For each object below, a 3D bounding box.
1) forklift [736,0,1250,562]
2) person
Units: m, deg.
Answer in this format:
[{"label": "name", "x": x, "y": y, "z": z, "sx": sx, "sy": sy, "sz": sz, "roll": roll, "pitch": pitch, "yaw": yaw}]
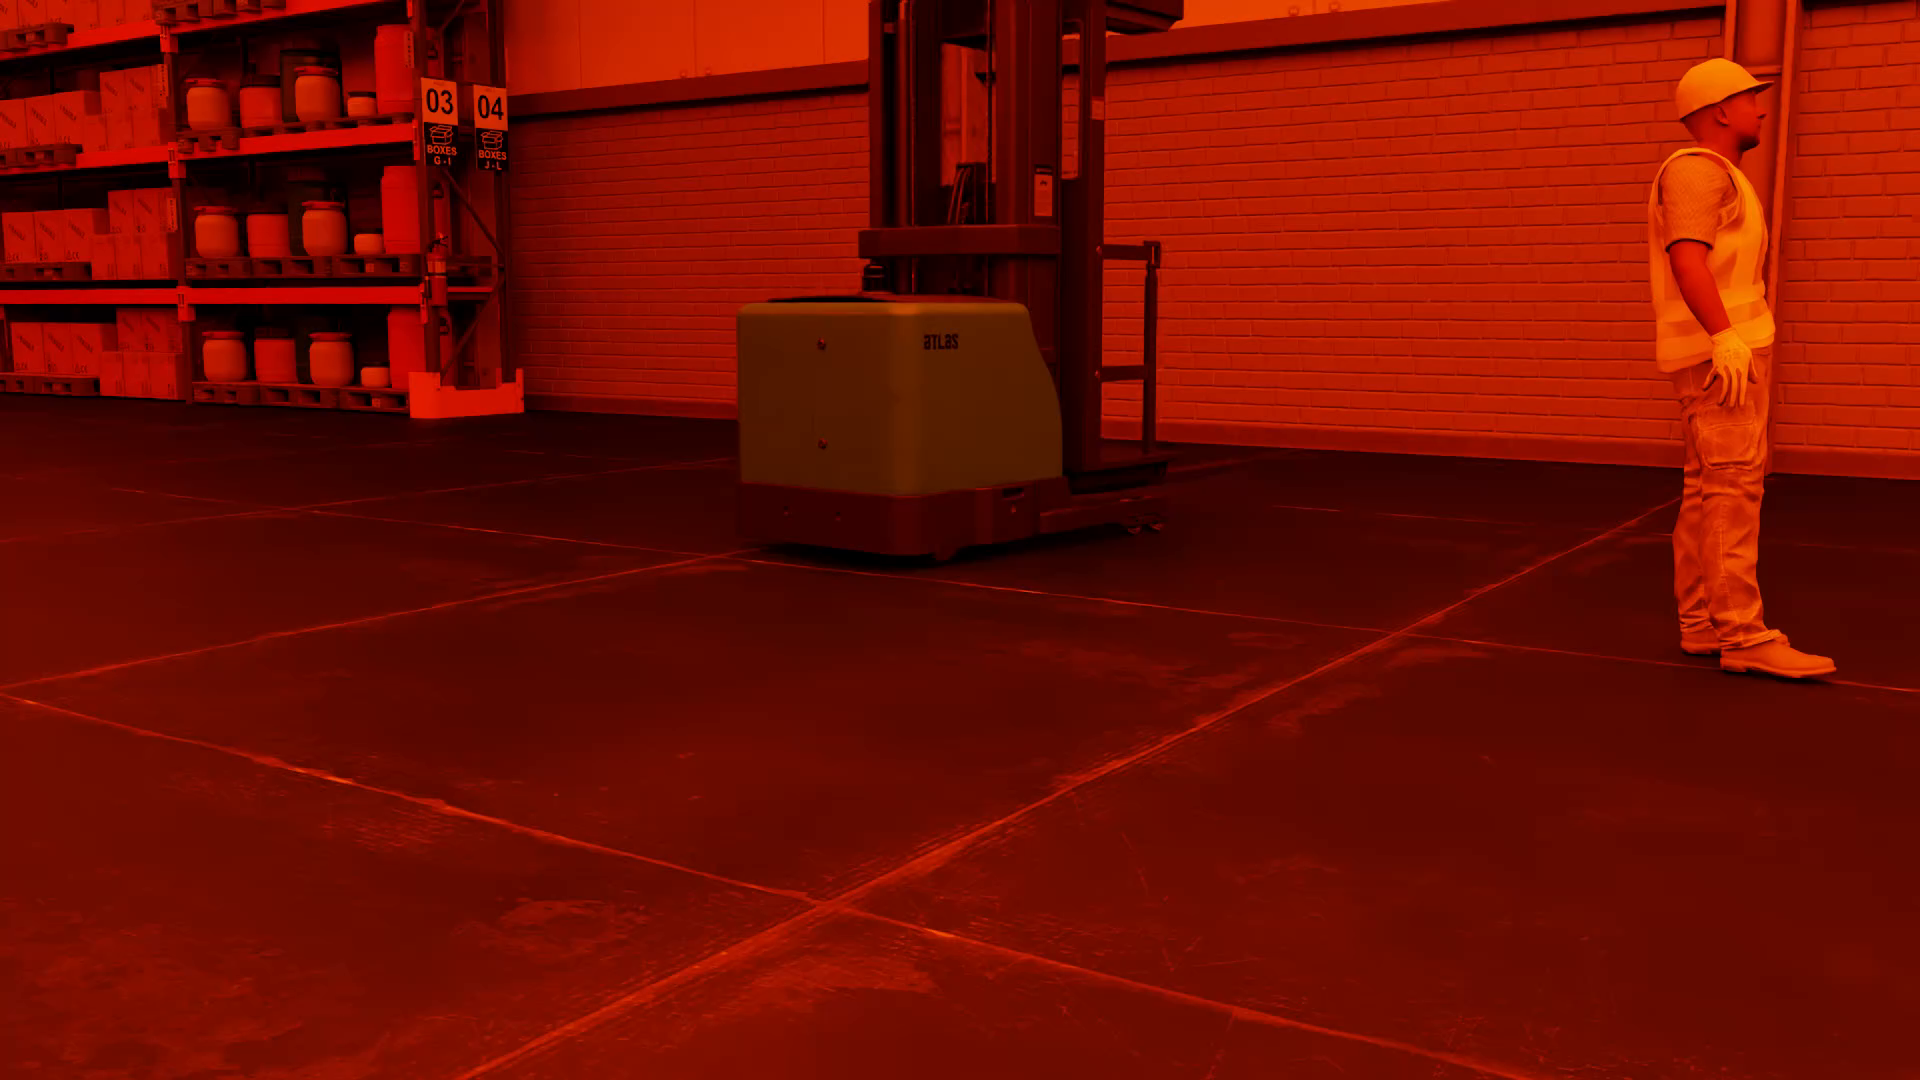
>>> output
[{"label": "forklift", "x": 0.350, "y": -1.521, "z": 7.889, "sx": 1.130, "sy": 2.935, "sz": 3.031, "roll": 7, "pitch": 10, "yaw": 39}, {"label": "person", "x": 2.340, "y": -0.532, "z": 4.957, "sx": 0.577, "sy": 1.782, "sz": 0.656, "roll": 4, "pitch": 9, "yaw": 25}]
